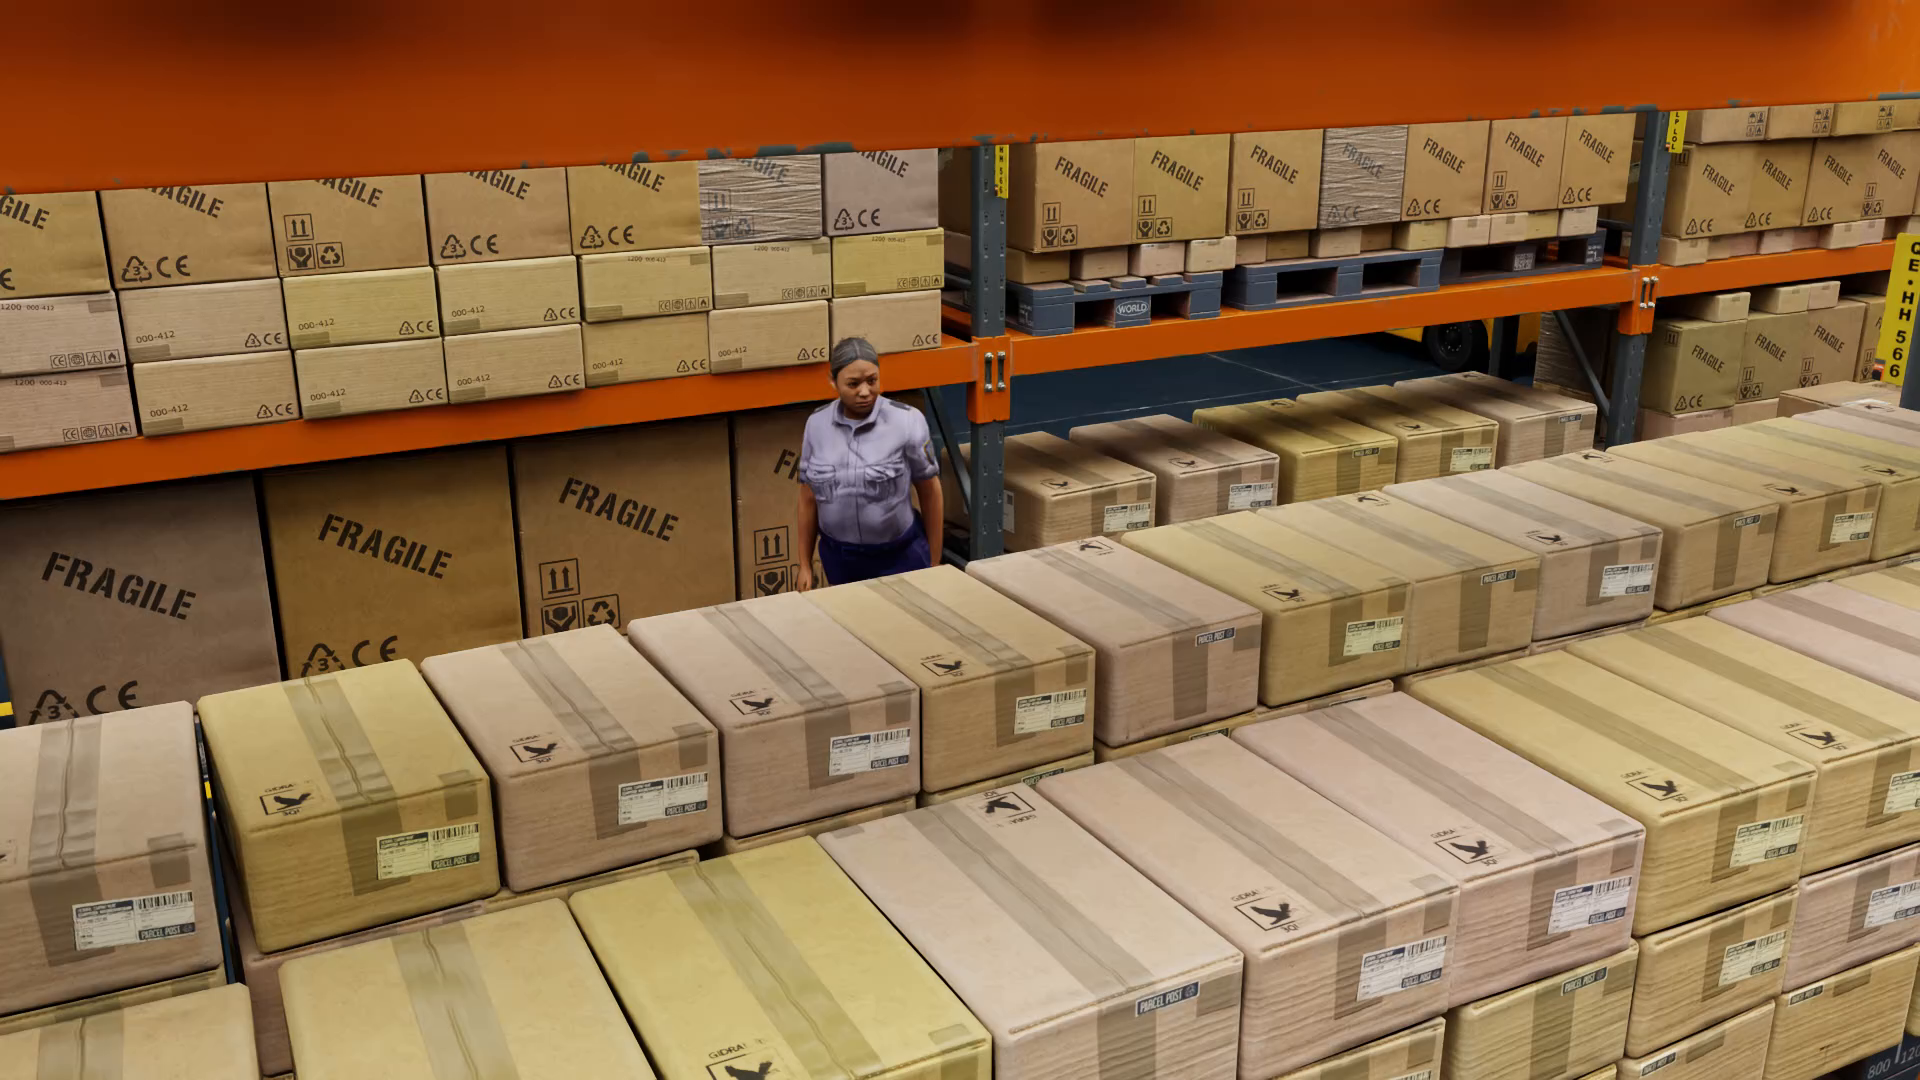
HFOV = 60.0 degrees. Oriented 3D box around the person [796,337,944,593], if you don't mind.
[{"bbox_3d":[-0.305,0.104,5.821,0.494,1.684,0.646,7,20,21],"label":"person"}]
